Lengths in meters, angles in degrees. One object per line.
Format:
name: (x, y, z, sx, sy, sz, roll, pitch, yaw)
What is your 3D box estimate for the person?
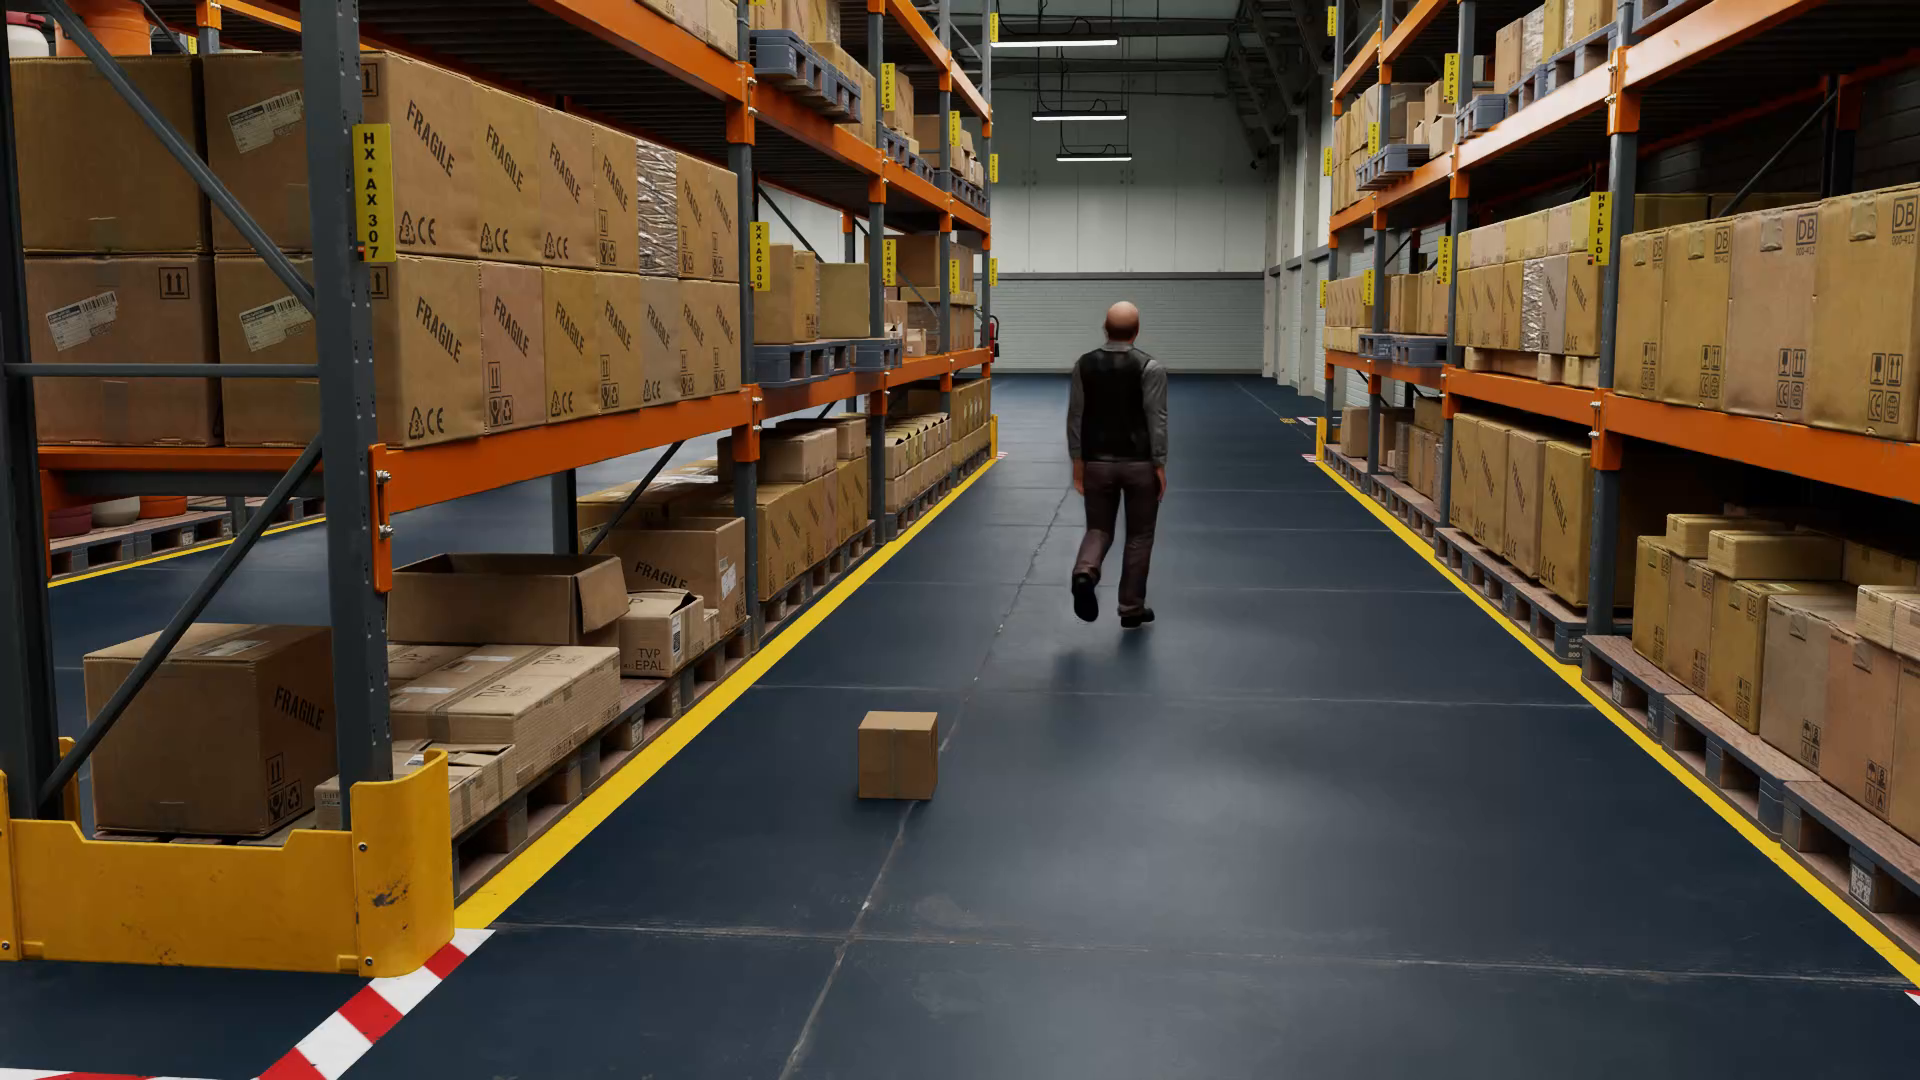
person: (0.817, -0.379, 8.644, 0.542, 1.703, 0.679, 3, 8, 24)
